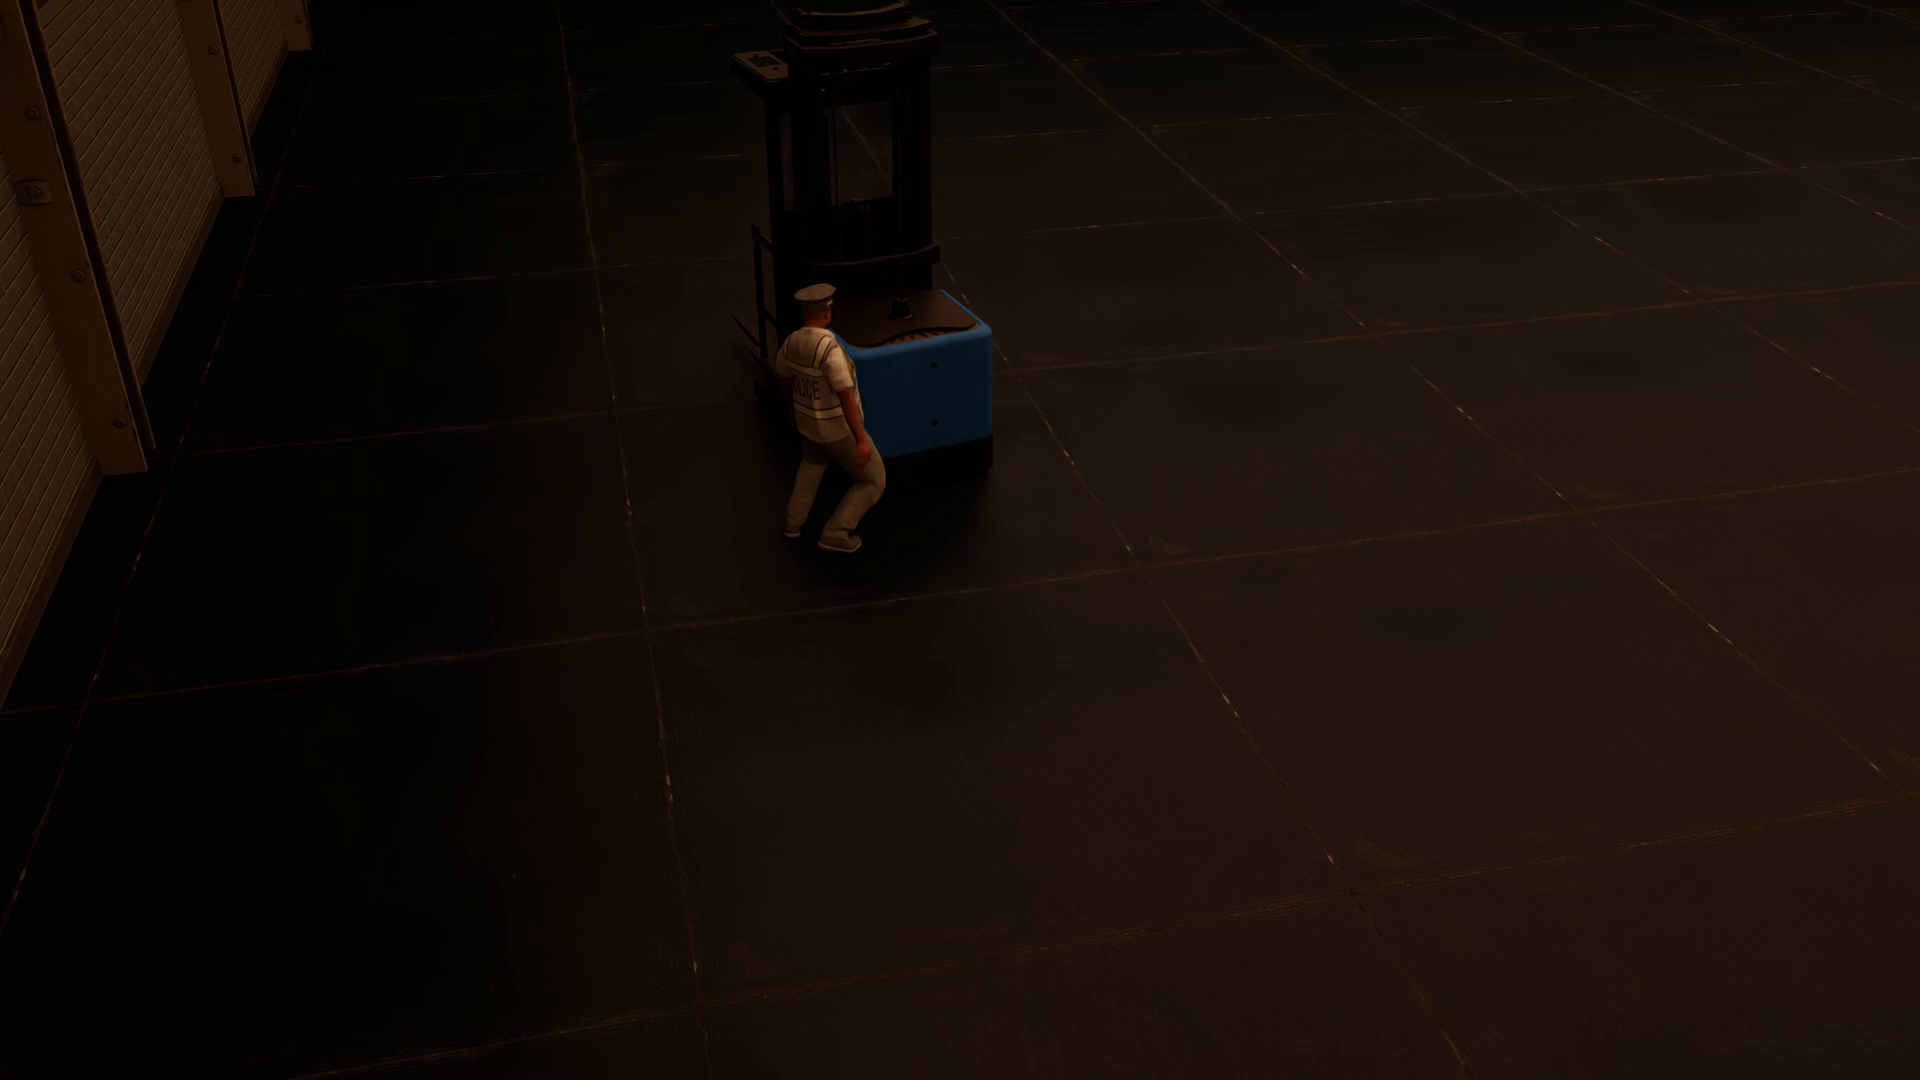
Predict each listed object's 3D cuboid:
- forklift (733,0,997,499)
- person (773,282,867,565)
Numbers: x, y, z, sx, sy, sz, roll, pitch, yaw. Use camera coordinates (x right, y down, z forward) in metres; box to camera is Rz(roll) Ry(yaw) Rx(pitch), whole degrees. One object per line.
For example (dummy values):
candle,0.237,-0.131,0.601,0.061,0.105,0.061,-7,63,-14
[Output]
forklift,-0.840,-2.249,11.460,1.130,2.935,3.031,-13,33,-22
person,-0.854,-0.675,10.013,0.515,1.681,0.899,-21,36,-31
